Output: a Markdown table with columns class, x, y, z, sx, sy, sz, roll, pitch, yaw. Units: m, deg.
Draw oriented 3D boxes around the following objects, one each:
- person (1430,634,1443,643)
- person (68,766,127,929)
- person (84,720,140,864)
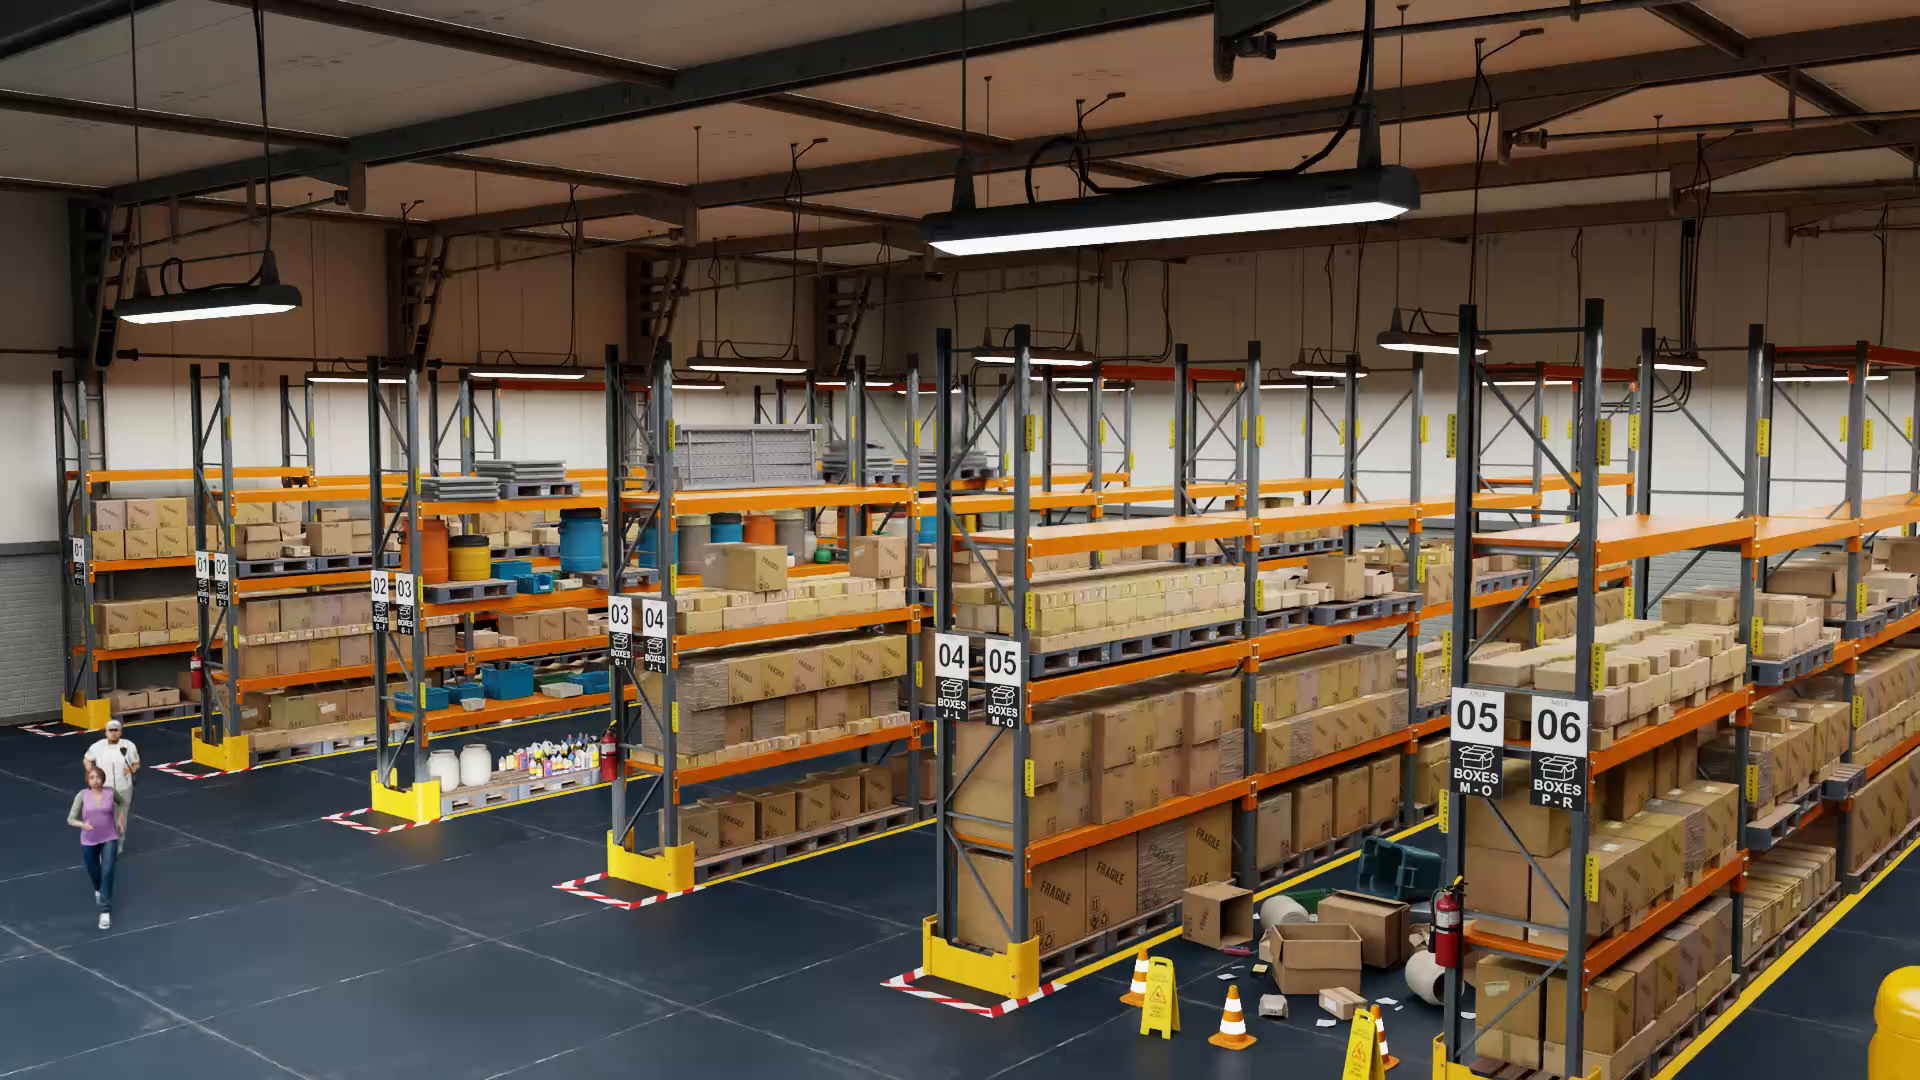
| class | x | y | z | sx | sy | sz | roll | pitch | yaw |
| --- | --- | --- | --- | --- | --- | --- | --- | --- | --- |
| person | 7.712 | 2.376 | 26.973 | 0.673 | 1.691 | 0.591 | 4 | 6 | 45 |
| person | -8.878 | 3.114 | 17.136 | 0.543 | 1.598 | 0.890 | -2 | 5 | -26 |
| person | -9.914 | 2.945 | 19.481 | 0.579 | 1.691 | 0.698 | -3 | 5 | -32 |
